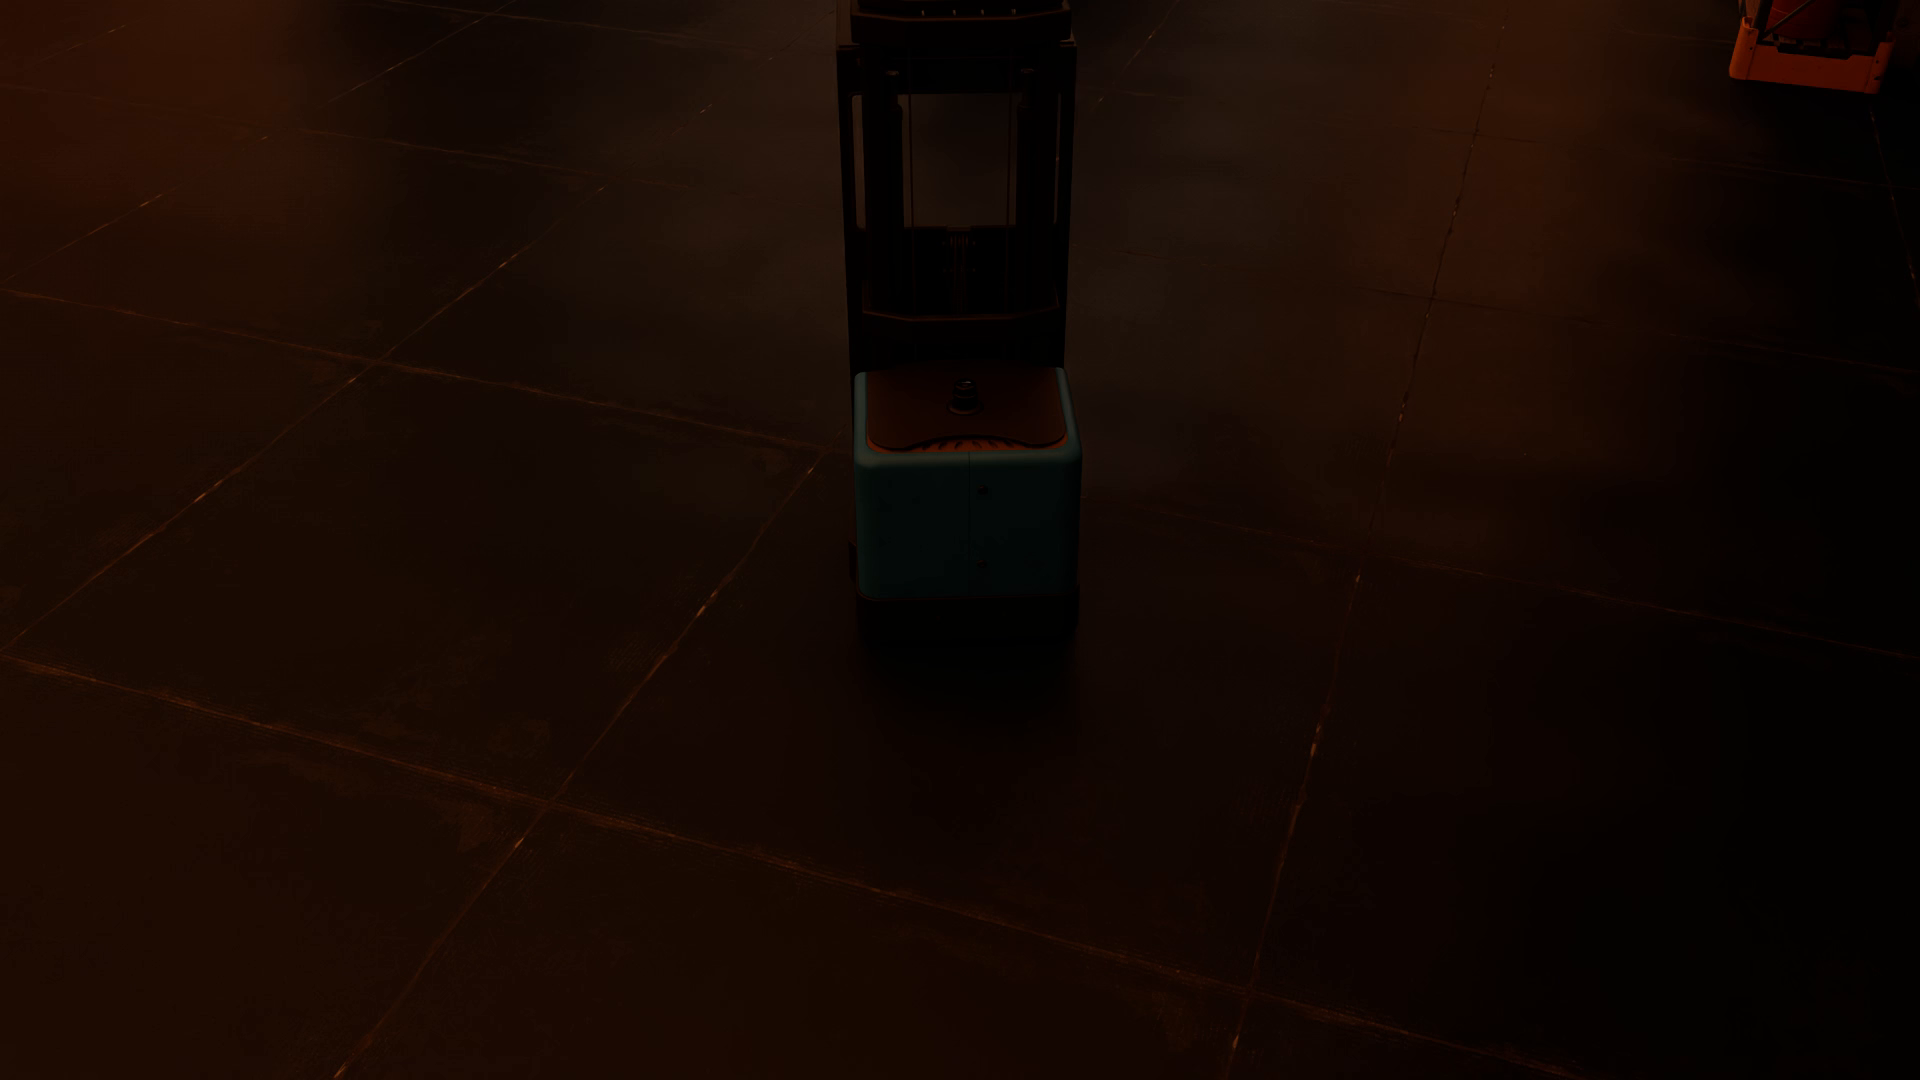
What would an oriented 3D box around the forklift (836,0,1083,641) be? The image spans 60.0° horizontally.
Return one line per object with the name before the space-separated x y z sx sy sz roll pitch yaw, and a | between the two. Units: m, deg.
forklift | -0.029 -1.547 8.293 1.130 2.935 3.031 -2 35 -2
